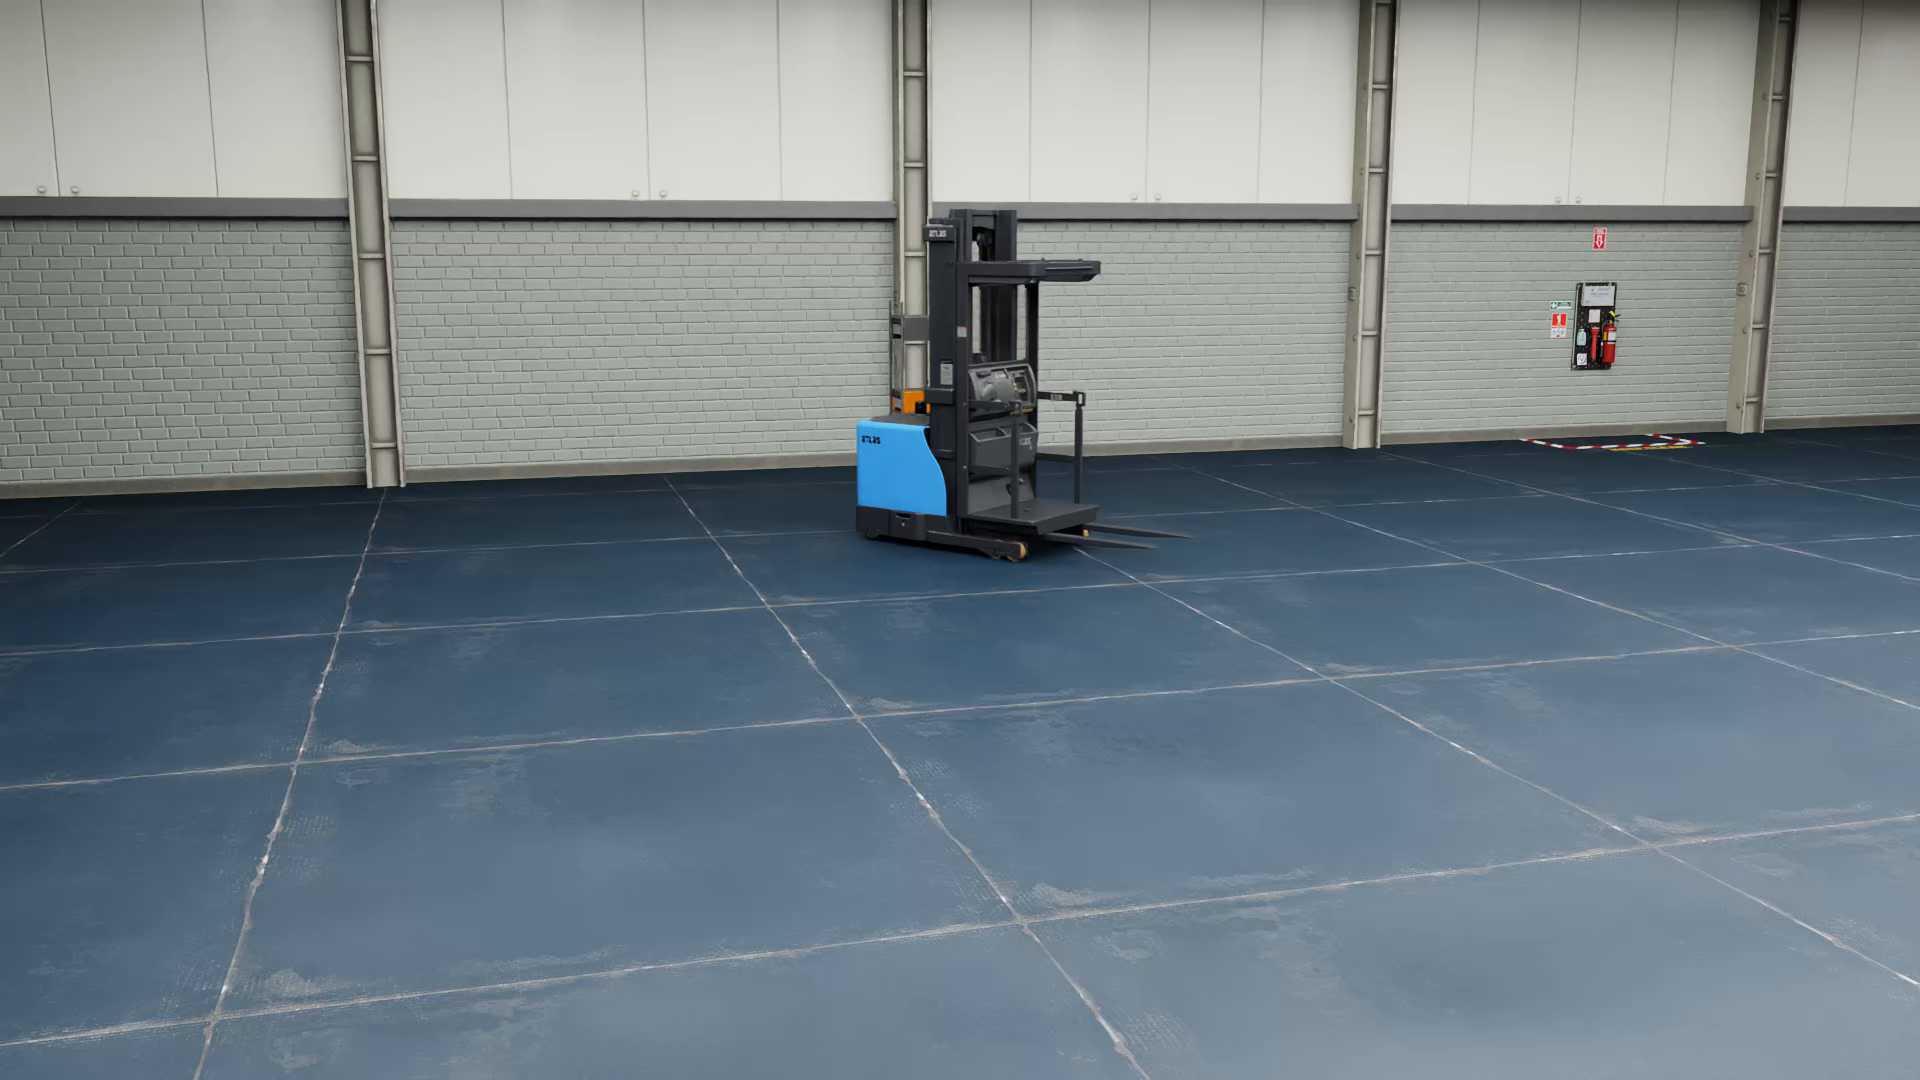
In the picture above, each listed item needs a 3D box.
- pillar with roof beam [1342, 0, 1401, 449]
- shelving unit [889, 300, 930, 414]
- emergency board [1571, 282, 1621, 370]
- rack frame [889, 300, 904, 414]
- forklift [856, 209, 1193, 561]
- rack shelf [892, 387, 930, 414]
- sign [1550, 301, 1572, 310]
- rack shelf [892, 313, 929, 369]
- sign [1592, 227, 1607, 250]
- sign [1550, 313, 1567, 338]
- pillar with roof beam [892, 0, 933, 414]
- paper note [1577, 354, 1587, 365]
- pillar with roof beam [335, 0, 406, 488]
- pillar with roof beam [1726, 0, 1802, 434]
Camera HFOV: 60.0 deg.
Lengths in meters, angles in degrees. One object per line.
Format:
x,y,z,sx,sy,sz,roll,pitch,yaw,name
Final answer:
6.411,-4.886,16.732,0.400,9.000,9.100,-3,11,-16,pillar with roof beam
-0.375,-1.235,15.955,0.503,2.100,0.431,-4,11,-20,shelving unit
8.586,-2.869,22.346,0.643,1.169,0.194,-3,11,-16,emergency board
-0.604,-1.220,15.873,0.015,2.100,0.400,-4,11,-20,rack frame
0.544,-1.369,14.387,3.031,2.935,1.130,8,13,36,forklift
-0.375,-1.222,15.958,0.480,0.518,0.431,-4,11,-20,rack shelf
8.033,-3.136,22.233,0.331,0.109,0.001,-3,11,-16,sign
-0.374,-1.910,15.830,0.480,0.518,0.431,-4,11,-20,rack shelf
8.550,-4.026,22.228,0.199,0.298,0.001,-3,11,-16,sign
8.026,-2.876,22.288,0.234,0.329,0.001,-3,11,-16,sign
0.651,-4.582,15.082,0.400,9.000,9.100,-3,11,-16,pillar with roof beam
8.396,-2.439,22.442,0.142,0.148,0.016,-3,11,-16,paper note
-5.110,-4.279,13.433,0.400,9.000,9.100,-3,11,-16,pillar with roof beam
12.172,-5.189,18.381,0.400,9.000,9.100,-3,11,-16,pillar with roof beam
